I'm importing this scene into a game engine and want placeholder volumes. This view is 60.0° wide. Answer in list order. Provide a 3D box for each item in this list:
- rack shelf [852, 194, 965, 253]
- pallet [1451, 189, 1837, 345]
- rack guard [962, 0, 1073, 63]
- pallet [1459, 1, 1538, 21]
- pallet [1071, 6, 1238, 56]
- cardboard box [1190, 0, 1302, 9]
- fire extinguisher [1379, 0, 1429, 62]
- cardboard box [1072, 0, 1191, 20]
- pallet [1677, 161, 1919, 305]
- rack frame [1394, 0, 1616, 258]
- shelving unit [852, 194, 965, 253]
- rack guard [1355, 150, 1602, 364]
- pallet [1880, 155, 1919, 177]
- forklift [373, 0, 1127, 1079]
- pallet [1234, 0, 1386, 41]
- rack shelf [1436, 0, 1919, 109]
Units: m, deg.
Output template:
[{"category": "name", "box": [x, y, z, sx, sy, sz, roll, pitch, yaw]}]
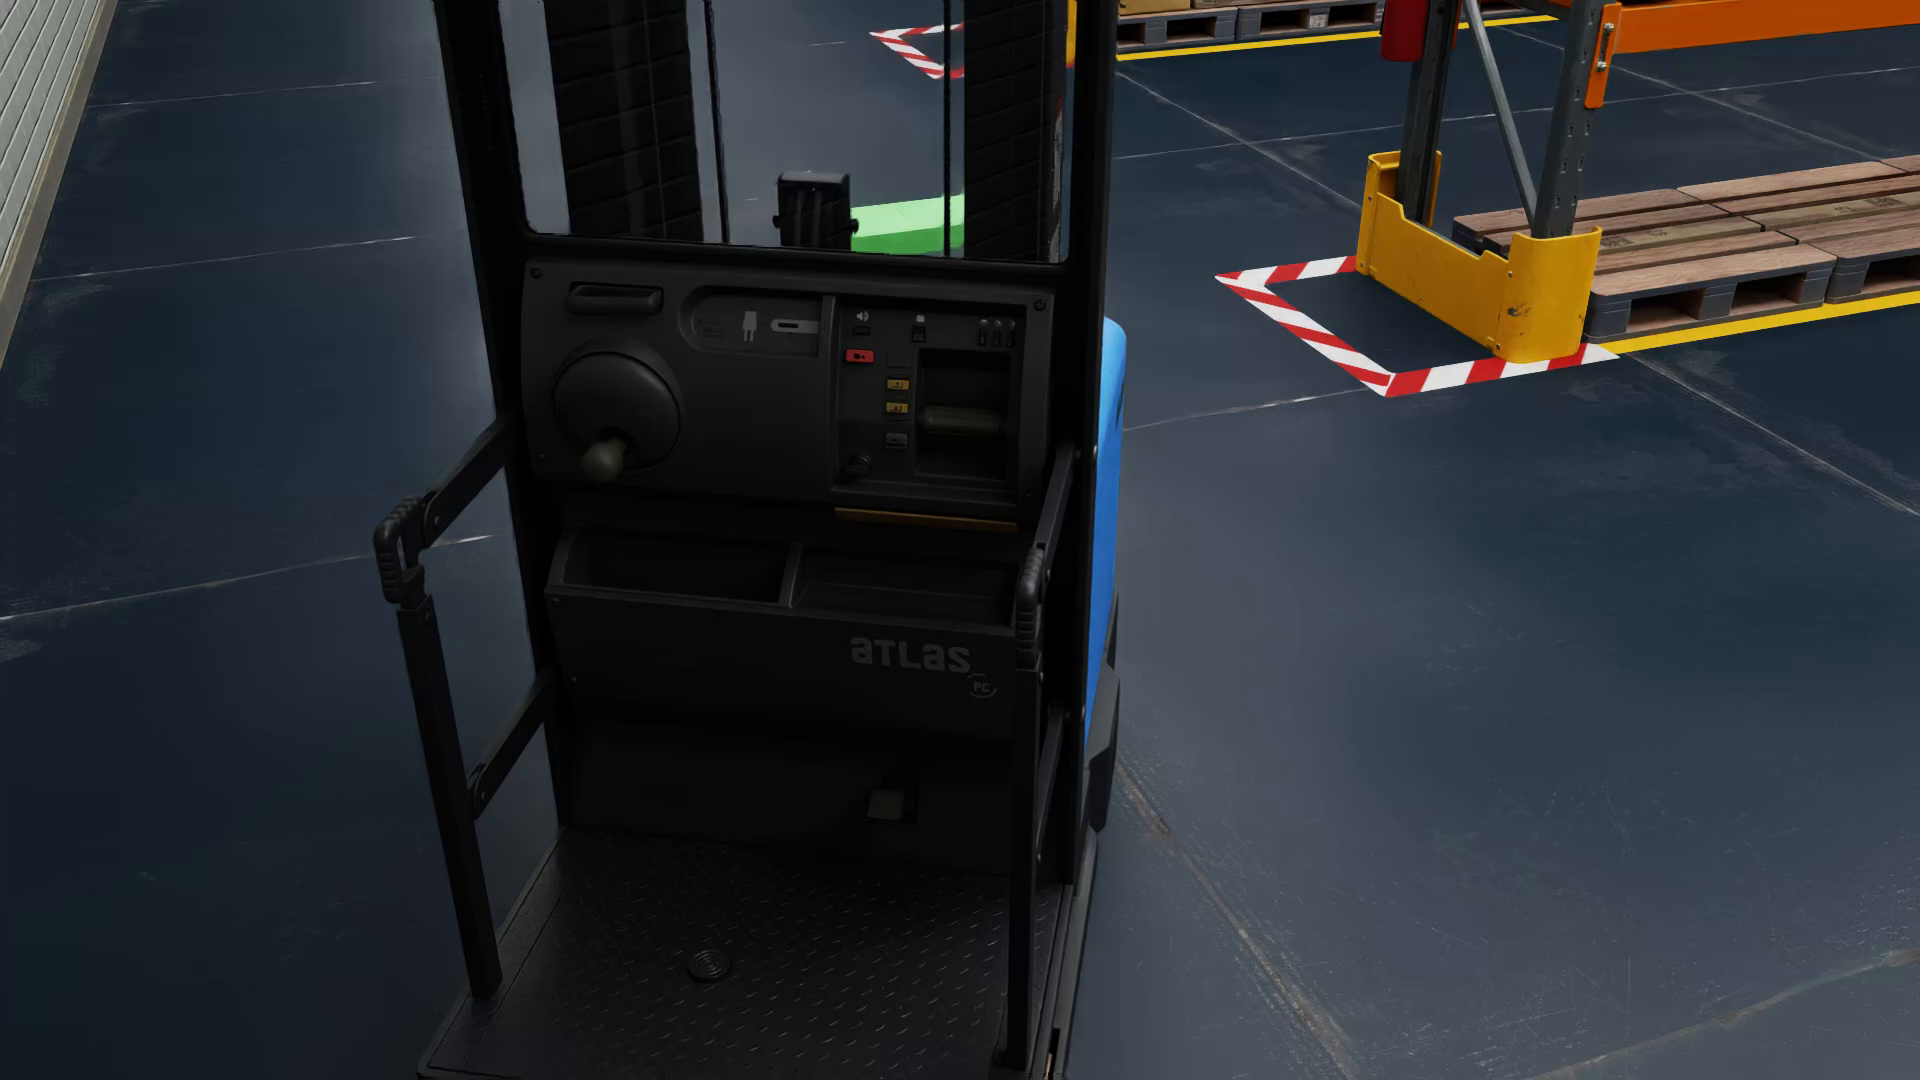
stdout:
[{"category": "rack shelf", "box": [-0.155, -0.854, 4.697, 0.480, 0.148, 0.258, -10, 31, -18]}, {"category": "pallet", "box": [2.898, -1.201, 7.145, 1.213, 0.211, 1.003, -10, 31, -18]}, {"category": "rack guard", "box": [0.362, -3.496, 10.881, 0.348, 0.500, 1.175, -10, 31, -18]}, {"category": "pallet", "box": [3.393, -3.970, 12.005, 1.213, 0.211, 1.003, -10, 31, -18]}, {"category": "pallet", "box": [1.106, -3.549, 11.266, 1.213, 0.211, 1.003, -10, 31, -18]}, {"category": "cardboard box", "box": [1.809, -4.150, 11.226, 0.875, 0.875, 0.875, -10, 31, -18]}, {"category": "fire extinguisher", "box": [1.811, -2.277, 6.672, 0.183, 0.674, 0.296, -10, 31, -18]}, {"category": "cardboard box", "box": [0.956, -3.993, 10.951, 0.875, 0.875, 0.875, -10, 31, -18]}, {"category": "pallet", "box": [4.039, -1.410, 7.511, 1.213, 0.211, 1.003, -10, 31, -18]}, {"category": "rack frame", "box": [2.111, -2.288, 6.236, 0.127, 3.000, 1.000, -10, 31, -18]}, {"category": "shelving unit", "box": [-0.155, -0.493, 4.903, 0.503, 1.200, 0.258, -10, 31, -18]}, {"category": "rack guard", "box": [2.093, -1.192, 6.837, 0.348, 0.500, 1.175, -10, 31, -18]}, {"category": "pallet", "box": [5.184, -1.622, 7.884, 1.213, 0.211, 1.003, -10, 31, -18]}, {"category": "forklift", "box": [-0.340, -0.220, 2.675, 1.130, 2.935, 3.031, 5, 30, 8]}, {"category": "pallet", "box": [2.248, -3.758, 11.632, 1.213, 0.211, 1.003, -10, 31, -18]}, {"category": "rack shelf", "box": [3.986, -2.321, 7.020, 4.000, 0.370, 1.077, -10, 31, -18]}]
